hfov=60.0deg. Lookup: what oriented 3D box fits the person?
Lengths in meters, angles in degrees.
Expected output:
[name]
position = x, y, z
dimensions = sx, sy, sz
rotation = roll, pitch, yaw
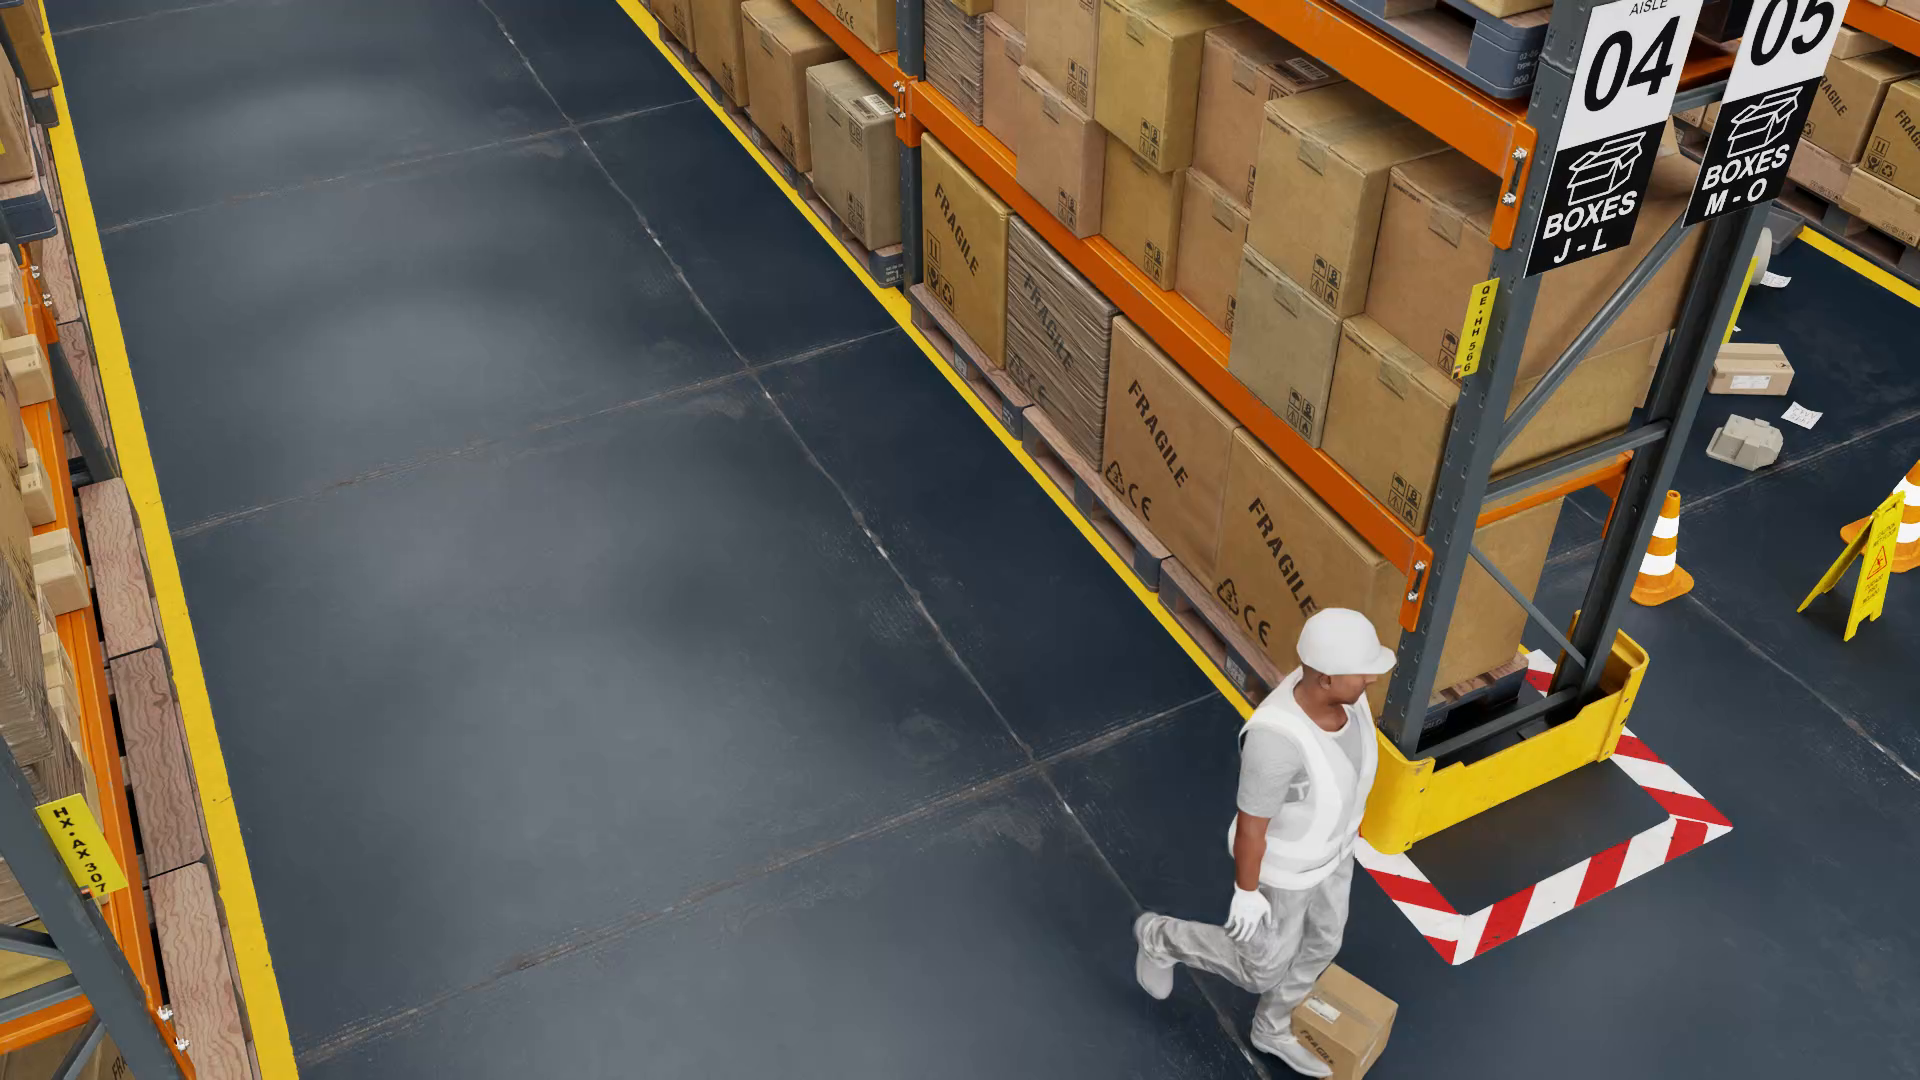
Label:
[person]
position = 0.970, 0.919, 5.065
dimensions = 0.749, 1.750, 0.619
rotation = 31, 49, 31
